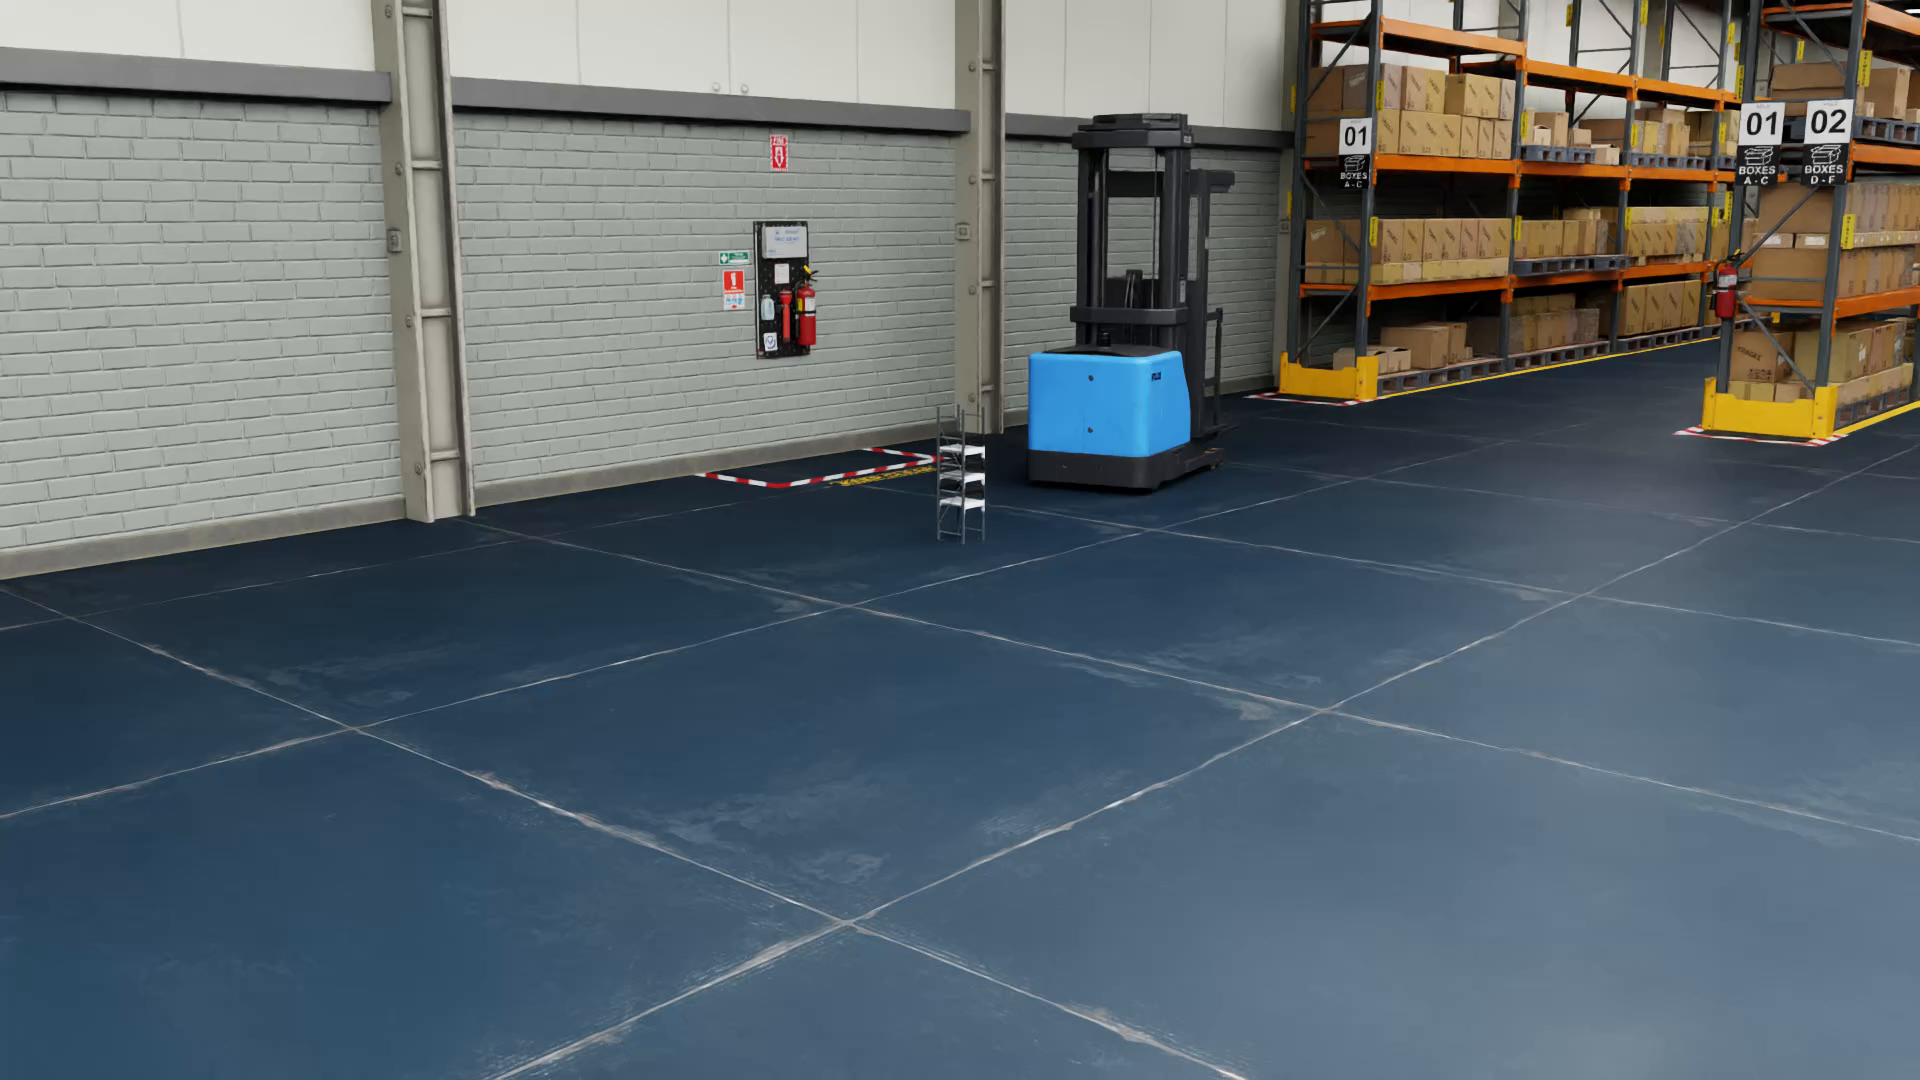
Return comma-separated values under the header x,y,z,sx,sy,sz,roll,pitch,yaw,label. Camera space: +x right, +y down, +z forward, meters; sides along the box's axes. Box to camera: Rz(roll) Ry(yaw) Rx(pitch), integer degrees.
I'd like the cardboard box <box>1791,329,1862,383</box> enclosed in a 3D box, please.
x,y,z,sx,sy,sz,roll,pitch,yaw,label
8.913,-1.902,17.109,0.500,0.500,0.500,10,15,40,cardboard box

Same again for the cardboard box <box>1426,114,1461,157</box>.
x,y,z,sx,sy,sz,roll,pitch,yaw,label
5.807,-4.972,20.482,0.500,0.500,0.500,11,16,44,cardboard box

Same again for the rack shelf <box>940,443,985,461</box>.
x,y,z,sx,sy,sz,roll,pitch,yaw,label
0.005,-0.586,11.100,0.258,0.077,0.200,10,15,40,rack shelf

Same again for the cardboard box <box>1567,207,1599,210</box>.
x,y,z,sx,sy,sz,roll,pitch,yaw,label
9.725,-5.042,25.818,0.500,0.250,0.500,10,15,42,cardboard box

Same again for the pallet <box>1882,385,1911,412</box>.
x,y,z,sx,sy,sz,roll,pitch,yaw,label
10.148,-1.662,18.994,1.003,0.211,1.213,10,15,40,pallet

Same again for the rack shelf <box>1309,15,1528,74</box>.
x,y,z,sx,sy,sz,roll,pitch,yaw,label
5.660,-6.074,20.494,1.077,0.370,4.000,10,15,40,rack shelf

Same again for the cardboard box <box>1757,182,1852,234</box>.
x,y,z,sx,sy,sz,roll,pitch,yaw,label
8.416,-3.313,16.571,0.700,0.500,0.500,10,15,41,cardboard box

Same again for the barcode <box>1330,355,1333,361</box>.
x,y,z,sx,sy,sz,roll,pitch,yaw,label
4.576,-2.239,20.480,0.001,0.075,0.075,10,15,40,barcode

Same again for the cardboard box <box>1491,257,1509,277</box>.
x,y,z,sx,sy,sz,roll,pitch,yaw,label
6.895,-3.609,21.952,0.500,0.250,0.500,10,15,40,cardboard box

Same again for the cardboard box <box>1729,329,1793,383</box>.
x,y,z,sx,sy,sz,roll,pitch,yaw,label
8.194,-1.895,17.076,0.500,0.500,0.500,10,15,40,cardboard box

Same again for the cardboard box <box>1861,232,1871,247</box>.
x,y,z,sx,sy,sz,roll,pitch,yaw,label
9.165,-3.102,17.171,0.380,0.149,0.250,9,14,38,cardboard box

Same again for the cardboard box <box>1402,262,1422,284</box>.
x,y,z,sx,sy,sz,roll,pitch,yaw,label
5.233,-3.238,20.096,0.500,0.250,0.500,9,15,39,cardboard box

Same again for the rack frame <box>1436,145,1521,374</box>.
x,y,z,sx,sy,sz,roll,pitch,yaw,label
6.980,-3.781,22.484,1.000,3.000,0.127,10,15,40,rack frame

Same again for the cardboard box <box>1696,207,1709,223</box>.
x,y,z,sx,sy,sz,roll,pitch,yaw,label
12.145,-5.429,27.753,0.500,0.250,0.500,10,15,42,cardboard box

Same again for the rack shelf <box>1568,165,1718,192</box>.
x,y,z,sx,sy,sz,roll,pitch,yaw,label
10.941,-5.782,26.680,1.077,0.370,4.000,10,15,40,rack shelf

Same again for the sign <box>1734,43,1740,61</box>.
x,y,z,sx,sy,sz,roll,pitch,yaw,label
14.489,-9.097,30.993,0.100,0.325,0.005,10,15,40,sign

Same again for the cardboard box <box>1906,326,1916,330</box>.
x,y,z,sx,sy,sz,roll,pitch,yaw,label
11.839,-2.452,20.344,0.500,0.311,0.500,9,14,38,cardboard box

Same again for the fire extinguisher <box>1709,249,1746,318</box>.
x,y,z,sx,sy,sz,roll,pitch,yaw,label
7.637,-2.557,16.555,0.296,0.674,0.183,10,15,40,fire extinguisher

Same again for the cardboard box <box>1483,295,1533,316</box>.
x,y,z,sx,sy,sz,roll,pitch,yaw,label
7.742,-3.315,23.492,0.500,0.250,0.500,9,15,39,cardboard box

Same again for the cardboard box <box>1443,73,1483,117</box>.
x,y,z,sx,sy,sz,roll,pitch,yaw,label
6.163,-5.532,20.734,0.500,0.500,0.500,9,14,38,cardboard box

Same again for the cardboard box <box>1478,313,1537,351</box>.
x,y,z,sx,sy,sz,roll,pitch,yaw,label
7.757,-2.964,23.652,0.700,0.500,0.500,9,15,39,cardboard box

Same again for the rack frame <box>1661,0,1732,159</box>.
x,y,z,sx,sy,sz,roll,pitch,yaw,label
12.261,-7.900,27.789,1.000,3.000,0.127,10,15,40,rack frame

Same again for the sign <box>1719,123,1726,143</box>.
x,y,z,sx,sy,sz,roll,pitch,yaw,label
12.675,-6.768,27.658,0.100,0.325,0.005,10,15,40,sign

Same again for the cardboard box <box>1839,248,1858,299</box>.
x,y,z,sx,sy,sz,roll,pitch,yaw,label
8.724,-2.747,17.049,0.700,0.500,0.500,10,15,42,cardboard box

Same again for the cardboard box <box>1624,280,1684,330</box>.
x,y,z,sx,sy,sz,roll,pitch,yaw,label
11.345,-3.866,27.327,0.750,0.750,0.750,10,15,42,cardboard box

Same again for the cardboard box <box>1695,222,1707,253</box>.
x,y,z,sx,sy,sz,roll,pitch,yaw,label
12.146,-5.062,27.833,0.500,0.500,0.500,9,15,39,cardboard box

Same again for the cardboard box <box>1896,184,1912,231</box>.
x,y,z,sx,sy,sz,roll,pitch,yaw,label
10.083,-3.686,18.439,0.700,0.500,0.500,10,15,40,cardboard box

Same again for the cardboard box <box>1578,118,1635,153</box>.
x,y,z,sx,sy,sz,roll,pitch,yaw,label
9.892,-6.183,25.471,0.700,0.500,0.500,8,14,36,cardboard box

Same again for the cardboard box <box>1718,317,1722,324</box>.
x,y,z,sx,sy,sz,roll,pitch,yaw,label
13.166,-4.109,29.433,0.700,0.500,0.500,10,15,40,cardboard box

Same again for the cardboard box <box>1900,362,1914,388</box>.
x,y,z,sx,sy,sz,roll,pitch,yaw,label
10.562,-1.902,19.025,0.500,0.250,0.500,10,15,40,cardboard box

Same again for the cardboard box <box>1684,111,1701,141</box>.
x,y,z,sx,sy,sz,roll,pitch,yaw,label
12.547,-7.111,28.639,0.500,0.500,0.500,10,15,40,cardboard box

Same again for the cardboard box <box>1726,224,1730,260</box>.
x,y,z,sx,sy,sz,roll,pitch,yaw,label
13.118,-5.290,29.271,0.980,0.700,0.700,9,15,39,cardboard box

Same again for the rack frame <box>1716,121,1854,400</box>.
x,y,z,sx,sy,sz,roll,pitch,yaw,label
8.064,-2.553,16.334,1.000,3.000,0.127,10,15,40,rack frame

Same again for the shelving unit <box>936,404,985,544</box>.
x,y,z,sx,sy,sz,roll,pitch,yaw,label
0.005,-0.442,11.129,0.258,0.900,0.210,10,15,40,shelving unit

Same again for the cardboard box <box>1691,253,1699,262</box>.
x,y,z,sx,sy,sz,roll,pitch,yaw,label
12.102,-4.718,27.766,0.380,0.149,0.250,10,15,41,cardboard box

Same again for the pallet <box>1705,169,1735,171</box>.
x,y,z,sx,sy,sz,roll,pitch,yaw,label
13.615,-6.683,29.582,1.003,0.211,1.213,10,15,40,pallet

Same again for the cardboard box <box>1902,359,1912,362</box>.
x,y,z,sx,sy,sz,roll,pitch,yaw,label
11.156,-2.026,19.645,0.500,0.250,0.500,9,15,39,cardboard box

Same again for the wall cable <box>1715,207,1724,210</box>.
x,y,z,sx,sy,sz,roll,pitch,yaw,label
15.036,-6.356,32.779,0.084,1.984,1.851,10,15,40,wall cable

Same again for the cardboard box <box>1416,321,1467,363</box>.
x,y,z,sx,sy,sz,roll,pitch,yaw,label
6.325,-2.613,21.895,0.500,0.500,0.500,8,14,36,cardboard box

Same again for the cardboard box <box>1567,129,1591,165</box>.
x,y,z,sx,sy,sz,roll,pitch,yaw,label
8.696,-5.722,24.230,0.637,0.503,0.797,-10,15,-40,cardboard box

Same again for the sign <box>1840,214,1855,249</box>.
x,y,z,sx,sy,sz,roll,pitch,yaw,label
8.476,-2.943,15.877,0.100,0.325,0.005,10,15,40,sign

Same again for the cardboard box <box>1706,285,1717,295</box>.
x,y,z,sx,sy,sz,roll,pitch,yaw,label
13.195,-4.380,29.136,0.380,0.149,0.250,10,15,42,cardboard box

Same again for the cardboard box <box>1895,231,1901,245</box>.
x,y,z,sx,sy,sz,roll,pitch,yaw,label
10.012,-3.291,18.119,0.380,0.149,0.250,10,15,40,cardboard box

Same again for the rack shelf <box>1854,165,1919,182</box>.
x,y,z,sx,sy,sz,roll,pitch,yaw,label
12.024,-4.554,20.530,1.077,0.370,4.000,10,15,40,rack shelf

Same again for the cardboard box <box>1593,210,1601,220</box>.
x,y,z,sx,sy,sz,roll,pitch,yaw,label
9.416,-4.898,25.040,0.380,0.149,0.250,7,14,33,cardboard box

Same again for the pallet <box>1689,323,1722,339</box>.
x,y,z,sx,sy,sz,roll,pitch,yaw,label
12.822,-3.692,29.159,1.003,0.211,1.213,10,15,40,pallet

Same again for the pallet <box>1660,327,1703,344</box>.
x,y,z,sx,sy,sz,roll,pitch,yaw,label
11.809,-3.467,28.033,1.003,0.211,1.213,10,15,40,pallet

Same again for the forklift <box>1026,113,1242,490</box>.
x,y,z,sx,sy,sz,roll,pitch,yaw,label
1.645,-2.071,14.098,1.130,2.935,3.031,6,13,26,forklift

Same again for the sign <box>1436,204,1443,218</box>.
x,y,z,sx,sy,sz,roll,pitch,yaw,label
6.561,-4.420,22.727,0.100,0.325,0.005,10,15,40,sign

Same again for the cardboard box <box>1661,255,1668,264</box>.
x,y,z,sx,sy,sz,roll,pitch,yaw,label
11.195,-4.540,26.872,0.380,0.149,0.250,10,15,42,cardboard box

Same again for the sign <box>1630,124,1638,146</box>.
x,y,z,sx,sy,sz,roll,pitch,yaw,label
10.027,-6.024,24.733,0.100,0.325,0.005,10,15,40,sign

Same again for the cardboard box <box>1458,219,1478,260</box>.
x,y,z,sx,sy,sz,roll,pitch,yaw,label
6.235,-3.829,21.139,0.500,0.500,0.500,9,15,39,cardboard box

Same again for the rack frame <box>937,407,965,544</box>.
x,y,z,sx,sy,sz,roll,pitch,yaw,label
-0.062,-0.428,11.054,0.240,0.900,0.006,10,15,40,rack frame

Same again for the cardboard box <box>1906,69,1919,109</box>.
x,y,z,sx,sy,sz,roll,pitch,yaw,label
11.141,-5.198,19.315,0.500,0.500,0.500,10,15,41,cardboard box

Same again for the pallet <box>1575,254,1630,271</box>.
x,y,z,sx,sy,sz,roll,pitch,yaw,label
9.230,-4.157,24.855,1.213,0.211,1.003,10,15,40,pallet

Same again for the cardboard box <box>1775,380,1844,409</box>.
x,y,z,sx,sy,sz,roll,pitch,yaw,label
8.585,-1.460,16.813,0.500,0.250,0.500,10,15,40,cardboard box

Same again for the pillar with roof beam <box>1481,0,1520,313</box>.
x,y,z,sx,sy,sz,roll,pitch,yaw,label
11.347,-6.676,21.658,9.100,9.000,0.400,10,15,40,pillar with roof beam

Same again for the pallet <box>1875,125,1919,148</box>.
x,y,z,sx,sy,sz,roll,pitch,yaw,label
10.160,-4.440,18.350,1.003,0.211,1.213,10,15,40,pallet

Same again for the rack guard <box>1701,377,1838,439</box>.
x,y,z,sx,sy,sz,roll,pitch,yaw,label
8.048,-1.323,16.561,1.175,0.500,0.348,10,15,40,rack guard
